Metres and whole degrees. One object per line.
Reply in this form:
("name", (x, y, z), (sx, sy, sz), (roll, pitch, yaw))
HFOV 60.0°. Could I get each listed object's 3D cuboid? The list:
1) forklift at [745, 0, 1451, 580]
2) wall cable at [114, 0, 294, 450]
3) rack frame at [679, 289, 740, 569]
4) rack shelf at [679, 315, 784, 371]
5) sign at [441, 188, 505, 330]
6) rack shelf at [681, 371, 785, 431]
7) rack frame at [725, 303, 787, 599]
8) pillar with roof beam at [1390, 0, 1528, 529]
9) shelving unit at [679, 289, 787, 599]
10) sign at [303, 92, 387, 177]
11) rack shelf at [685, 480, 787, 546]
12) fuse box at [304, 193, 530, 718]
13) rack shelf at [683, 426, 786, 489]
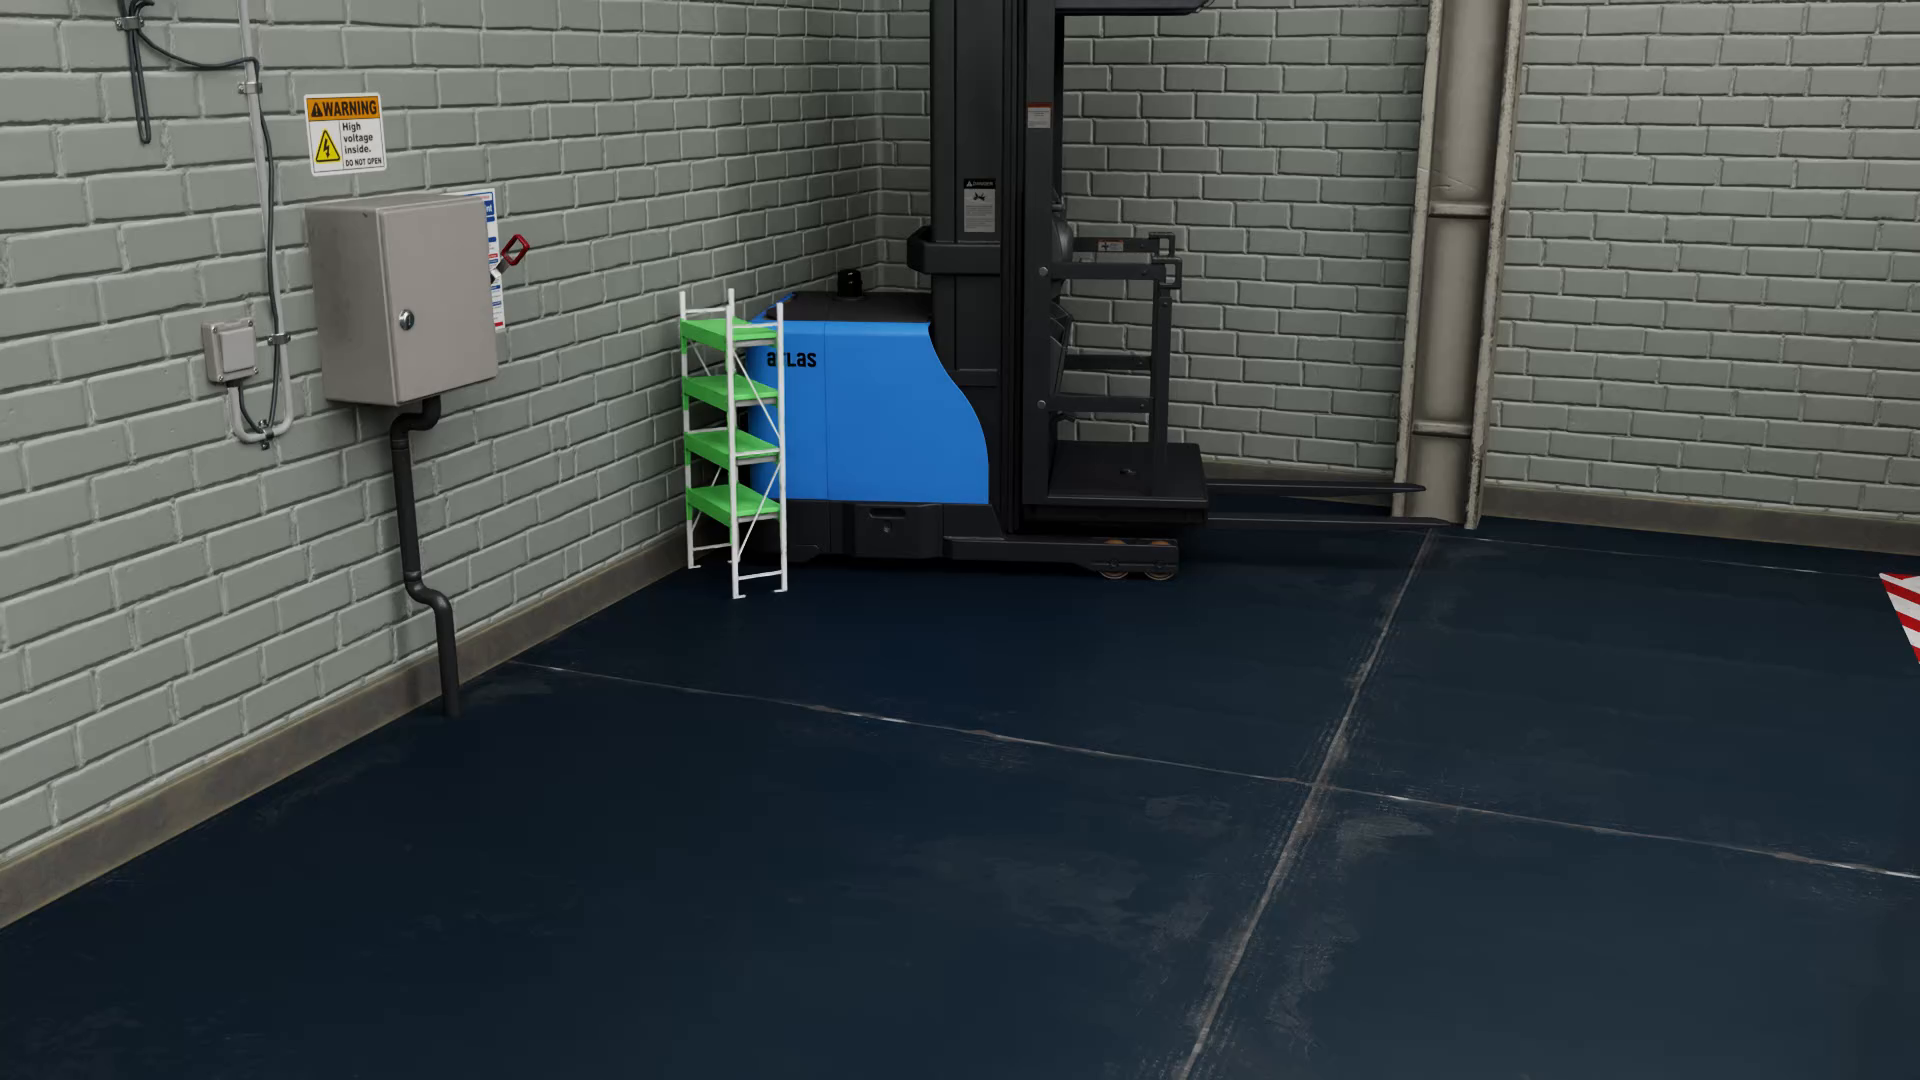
("forklift", (0.620, -1.391, 7.208), (3.031, 2.935, 1.130), (2, 16, 5))
("wall cable", (-2.080, -1.180, 4.536), (0.122, 1.984, 0.588), (6, 17, 21))
("rack frame", (-1.070, -0.469, 7.128), (0.240, 1.200, 0.015), (-8, 18, -30))
("rack shelf", (-0.939, -0.811, 6.814), (0.258, 0.148, 0.480), (-8, 18, -30))
("sign", (-1.695, -0.957, 5.760), (0.001, 0.494, 0.329), (6, 17, 21))
("rack shelf", (-0.943, -0.580, 6.879), (0.258, 0.148, 0.480), (-8, 18, -30))
("rack frame", (-0.820, -0.352, 6.726), (0.240, 1.200, 0.015), (-8, 18, -30))
("pillar with roof beam", (0.725, -3.314, 2.950), (0.400, 9.000, 9.100), (6, 17, 21))
("shelving unit", (-0.945, -0.410, 6.927), (0.258, 1.200, 0.503), (-8, 18, -30))
("sign", (-1.896, -1.257, 5.141), (0.001, 0.242, 0.339), (6, 17, 21))
("rack shelf", (-0.949, -0.118, 7.009), (0.258, 0.148, 0.480), (-8, 18, -30))
("fuse box", (-1.683, -0.234, 5.412), (0.414, 1.711, 0.539), (6, 17, 21))
("rack shelf", (-0.946, -0.349, 6.944), (0.258, 0.148, 0.480), (-8, 18, -30))
